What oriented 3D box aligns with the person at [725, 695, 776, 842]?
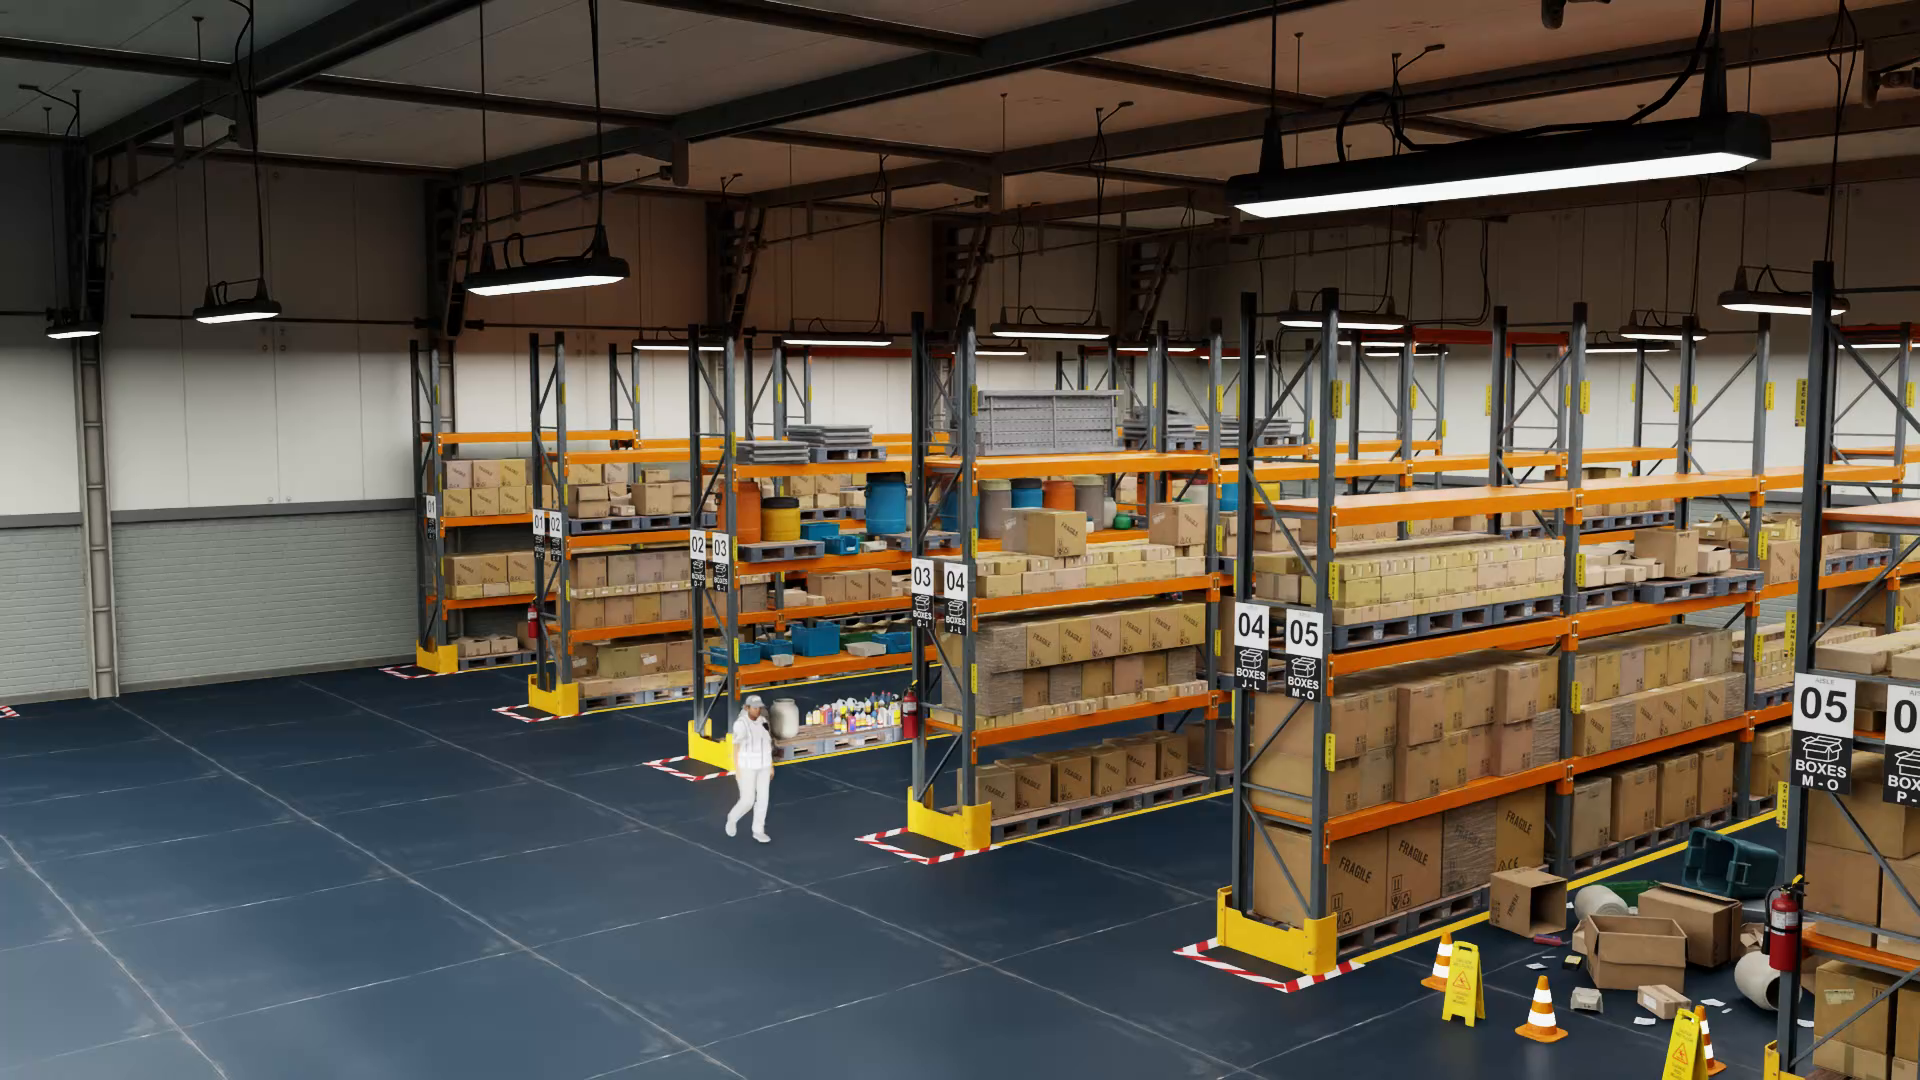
[{"bbox_3d":[-2.372,2.578,18.867,0.501,1.656,0.512,-5,7,-43],"label":"person"}]
